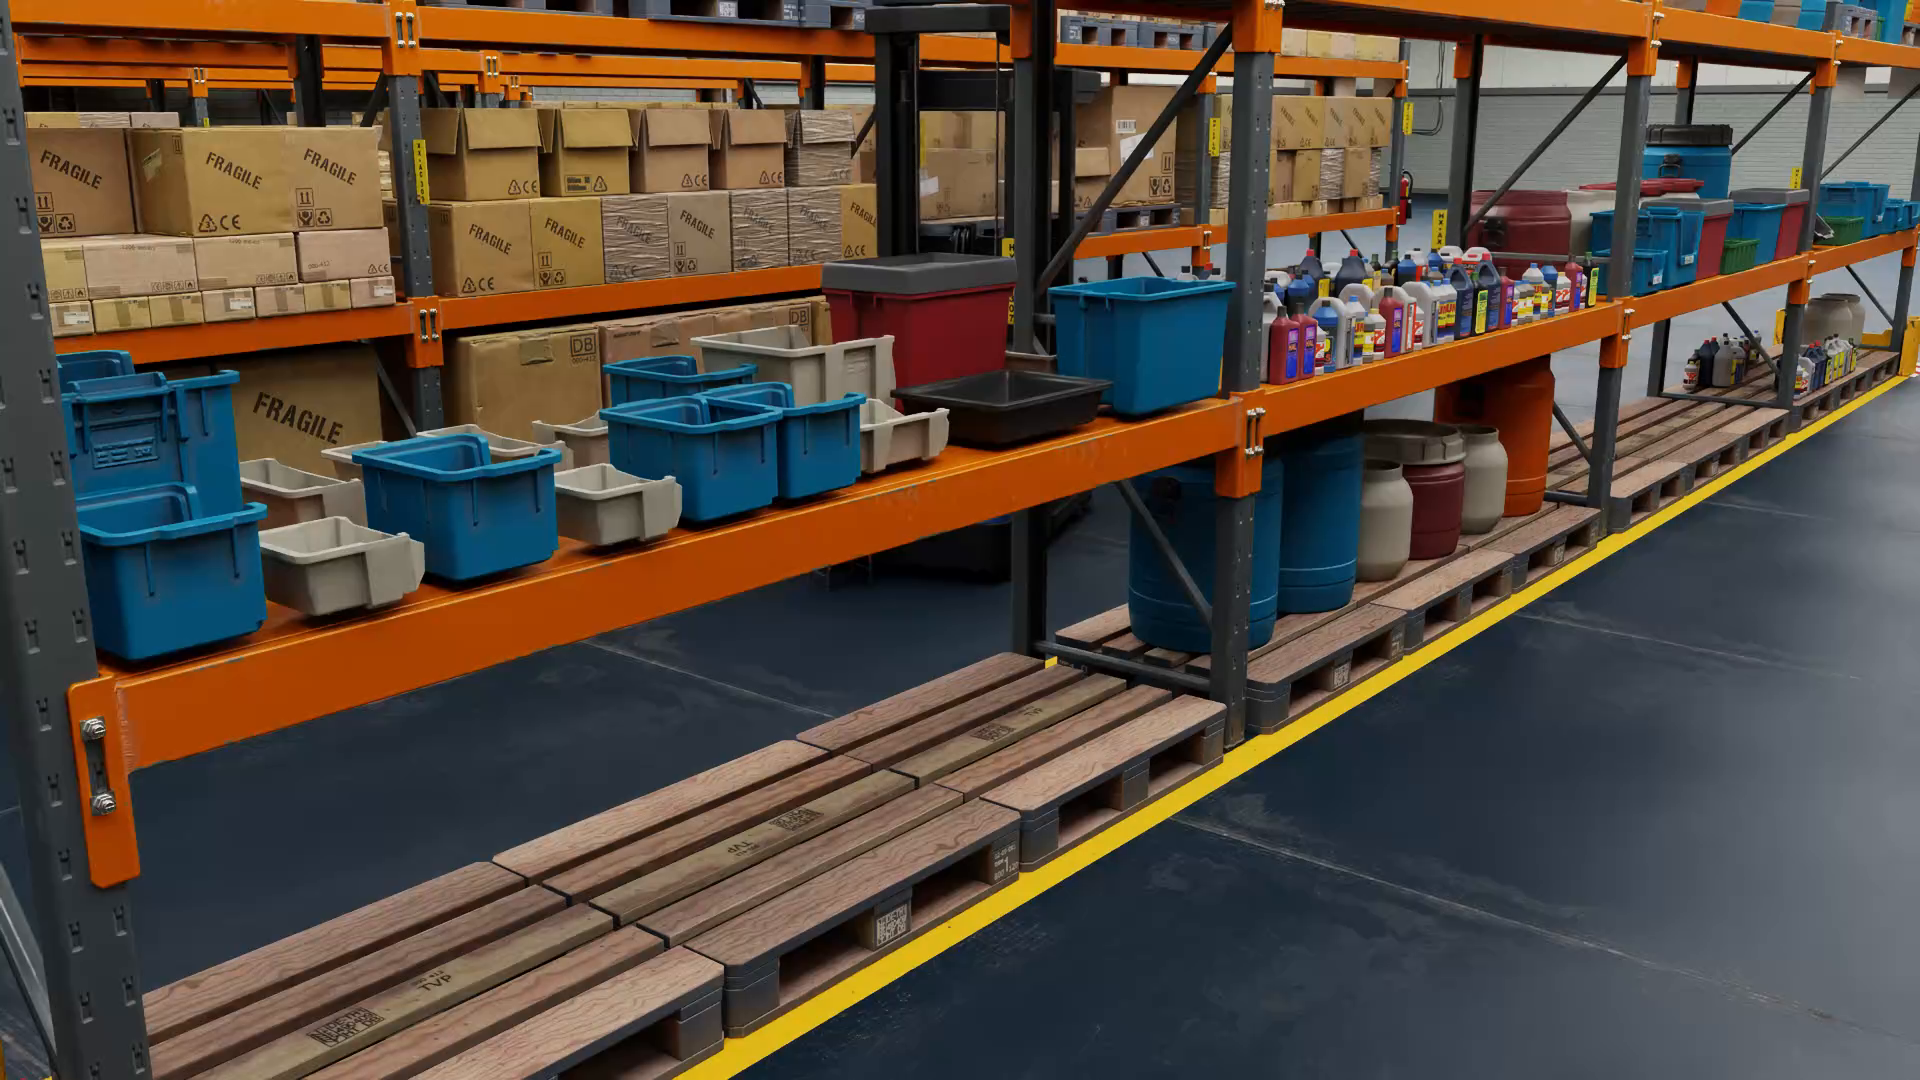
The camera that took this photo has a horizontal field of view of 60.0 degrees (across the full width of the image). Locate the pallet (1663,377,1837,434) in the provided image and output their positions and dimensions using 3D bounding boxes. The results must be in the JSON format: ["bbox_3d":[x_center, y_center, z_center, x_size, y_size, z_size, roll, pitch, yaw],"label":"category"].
[{"bbox_3d":[6.110,-1.071,12.910,1.003,0.211,1.213,11,18,38],"label":"pallet"}]

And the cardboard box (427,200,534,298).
[{"bbox_3d":[-2.741,-1.633,9.255,0.500,0.500,0.500,11,18,38],"label":"cardboard box"}]

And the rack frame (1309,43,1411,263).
[{"bbox_3d":[4.317,-3.833,18.119,1.000,3.000,0.127,11,18,38],"label":"rack frame"}]

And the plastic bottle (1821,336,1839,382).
[{"bbox_3d":[6.872,-1.438,13.177,0.144,0.351,0.185,11,18,37],"label":"plastic bottle"}]

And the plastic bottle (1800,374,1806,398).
[{"bbox_3d":[6.261,-1.170,12.426,0.097,0.201,0.097,0,14,0],"label":"plastic bottle"}]

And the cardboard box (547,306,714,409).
[{"bbox_3d":[-2.277,-1.005,10.451,1.225,0.875,0.875,10,18,36],"label":"cardboard box"}]

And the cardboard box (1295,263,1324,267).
[{"bbox_3d":[3.912,-2.708,17.914,0.500,0.500,0.500,-12,18,-39],"label":"cardboard box"}]

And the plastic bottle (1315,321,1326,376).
[{"bbox_3d":[1.332,-0.727,6.295,0.097,0.201,0.097,0,14,0],"label":"plastic bottle"}]

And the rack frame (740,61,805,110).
[{"bbox_3d":[-1.991,-3.854,18.201,1.000,3.000,0.127,11,18,38],"label":"rack frame"}]

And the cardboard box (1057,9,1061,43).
[{"bbox_3d":[0.421,-3.931,12.716,0.500,0.250,0.500,12,18,39],"label":"cardboard box"}]

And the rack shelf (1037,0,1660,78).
[{"bbox_3d":[1.885,-2.257,7.282,1.077,0.370,4.000,11,18,38],"label":"rack shelf"}]

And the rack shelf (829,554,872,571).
[{"bbox_3d":[-0.594,-0.013,8.213,0.240,0.259,0.215,-10,17,-33],"label":"rack shelf"}]

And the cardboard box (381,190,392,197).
[{"bbox_3d":[-4.936,-2.860,13.947,0.380,0.149,0.250,11,18,37],"label":"cardboard box"}]

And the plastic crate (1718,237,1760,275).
[{"bbox_3d":[4.781,-1.820,10.627,0.450,0.188,0.662,11,18,38],"label":"plastic crate"}]

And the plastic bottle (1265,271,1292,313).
[{"bbox_3d":[1.401,-1.070,7.496,0.152,0.276,0.135,11,18,38],"label":"plastic bottle"}]

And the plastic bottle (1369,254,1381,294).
[{"bbox_3d":[2.063,-1.294,8.360,0.061,0.283,0.133,11,18,38],"label":"plastic bottle"}]

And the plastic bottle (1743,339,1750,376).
[{"bbox_3d":[6.348,-1.478,13.471,0.061,0.283,0.133,11,18,38],"label":"plastic bottle"}]

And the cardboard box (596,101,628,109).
[{"bbox_3d":[-4.785,-5.515,21.901,0.700,0.500,0.500,11,18,36],"label":"cardboard box"}]

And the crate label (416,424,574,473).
[{"bbox_3d":[-1.165,-0.198,4.224,0.396,0.136,0.243,11,18,38],"label":"crate label"}]

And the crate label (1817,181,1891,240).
[{"bbox_3d":[7.223,-2.689,13.545,0.502,0.435,0.616,11,18,38],"label":"crate label"}]

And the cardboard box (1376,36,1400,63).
[{"bbox_3d":[4.212,-5.082,17.250,0.500,0.250,0.500,12,18,39],"label":"cardboard box"}]

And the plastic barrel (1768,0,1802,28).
[{"bbox_3d":[5.094,-3.741,10.646,0.600,0.901,0.600,0,14,0],"label":"plastic barrel"}]

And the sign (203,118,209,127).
[{"bbox_3d":[-7.985,-4.310,17.646,0.100,0.325,0.005,11,18,38],"label":"sign"}]

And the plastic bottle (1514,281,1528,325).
[{"bbox_3d":[2.620,-1.119,7.840,0.097,0.201,0.097,0,14,0],"label":"plastic bottle"}]

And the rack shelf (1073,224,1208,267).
[{"bbox_3d":[0.546,-2.335,13.684,1.077,0.370,4.000,11,18,38],"label":"rack shelf"}]

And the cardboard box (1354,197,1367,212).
[{"bbox_3d":[4.024,-3.521,17.401,0.380,0.149,0.250,11,18,38],"label":"cardboard box"}]

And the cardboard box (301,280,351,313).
[{"bbox_3d":[-3.324,-1.255,8.479,0.380,0.149,0.250,12,18,39],"label":"cardboard box"}]

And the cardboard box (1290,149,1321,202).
[{"bbox_3d":[3.058,-3.627,16.501,0.875,0.500,0.500,11,18,38],"label":"cardboard box"}]

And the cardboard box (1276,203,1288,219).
[{"bbox_3d":[2.939,-3.183,16.070,0.380,0.149,0.250,11,18,38],"label":"cardboard box"}]

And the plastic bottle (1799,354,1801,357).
[{"bbox_3d":[6.483,-1.328,12.906,0.097,0.271,0.097,0,14,0],"label":"plastic bottle"}]

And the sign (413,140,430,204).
[{"bbox_3d":[-2.792,-1.907,8.619,0.100,0.325,0.005,11,18,38],"label":"sign"}]

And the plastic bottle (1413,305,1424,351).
[{"bbox_3d":[1.891,-0.897,6.965,0.097,0.201,0.097,0,14,0],"label":"plastic bottle"}]

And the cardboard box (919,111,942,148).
[{"bbox_3d":[-0.704,-4.823,19.520,0.875,0.550,0.500,11,18,38],"label":"cardboard box"}]

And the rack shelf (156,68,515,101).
[{"bbox_3d":[-7.162,-5.323,19.352,1.077,0.370,4.000,11,18,38],"label":"rack shelf"}]

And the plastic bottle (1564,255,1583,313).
[{"bbox_3d":[3.074,-1.290,8.346,0.061,0.283,0.133,11,18,38],"label":"plastic bottle"}]

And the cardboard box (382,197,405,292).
[{"bbox_3d":[-3.143,-1.715,9.579,0.500,0.500,0.500,11,18,38],"label":"cardboard box"}]

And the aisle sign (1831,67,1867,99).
[{"bbox_3d":[7.987,-4.386,15.014,0.394,0.787,0.004,11,18,38],"label":"aisle sign"}]

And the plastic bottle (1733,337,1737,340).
[{"bbox_3d":[6.382,-1.535,13.720,0.097,0.271,0.097,0,14,0],"label":"plastic bottle"}]

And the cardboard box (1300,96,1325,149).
[{"bbox_3d":[3.217,-4.080,16.254,0.500,0.500,0.500,11,18,38],"label":"cardboard box"}]

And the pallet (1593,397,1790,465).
[{"bbox_3d":[5.192,-0.792,11.814,1.003,0.211,1.213,11,18,38],"label":"pallet"}]

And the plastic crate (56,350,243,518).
[{"bbox_3d":[-1.821,-0.142,3.394,0.616,0.435,0.499,11,18,38],"label":"plastic crate"}]

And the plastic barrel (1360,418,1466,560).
[{"bbox_3d":[2.138,-0.257,8.085,0.600,0.588,0.708,11,18,38],"label":"plastic barrel"}]

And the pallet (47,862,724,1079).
[{"bbox_3d":[-1.338,1.197,3.981,1.003,0.211,1.213,11,18,38],"label":"pallet"}]

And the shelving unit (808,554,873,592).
[{"bbox_3d":[-0.594,-0.292,8.142,0.252,1.050,0.215,-10,17,-33],"label":"shelving unit"}]

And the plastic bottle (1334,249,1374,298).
[{"bbox_3d":[1.846,-1.184,7.793,0.144,0.351,0.185,11,18,38],"label":"plastic bottle"}]

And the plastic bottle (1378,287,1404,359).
[{"bbox_3d":[1.748,-0.886,6.756,0.061,0.283,0.133,11,18,38],"label":"plastic bottle"}]

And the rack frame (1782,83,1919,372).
[{"bbox_3d":[8.170,-3.066,15.102,1.000,3.000,0.127,11,18,38],"label":"rack frame"}]

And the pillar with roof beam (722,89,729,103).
[{"bbox_3d":[-1.273,-9.531,28.363,9.100,9.000,0.400,11,18,38],"label":"pillar with roof beam"}]

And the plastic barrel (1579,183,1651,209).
[{"bbox_3d":[4.151,-1.994,10.602,0.433,0.535,0.433,0,14,0],"label":"plastic barrel"}]

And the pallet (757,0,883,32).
[{"bbox_3d":[-1.074,-3.532,11.224,1.213,0.211,1.003,12,19,40],"label":"pallet"}]

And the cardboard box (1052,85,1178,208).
[{"bbox_3d":[1.195,-3.431,14.464,1.000,1.000,1.000,11,18,38],"label":"cardboard box"}]

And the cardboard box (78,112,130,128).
[{"bbox_3d":[-8.856,-4.128,17.048,0.500,0.500,0.500,12,18,39],"label":"cardboard box"}]

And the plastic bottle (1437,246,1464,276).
[{"bbox_3d":[2.618,-1.441,8.957,0.152,0.276,0.135,11,18,38],"label":"plastic bottle"}]

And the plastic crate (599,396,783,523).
[{"bbox_3d":[-0.648,-0.199,4.031,0.416,0.233,0.300,11,18,38],"label":"plastic crate"}]

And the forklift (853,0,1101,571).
[{"bbox_3d":[0.157,-1.583,9.402,1.130,2.935,3.031,4,15,16],"label":"forklift"}]
